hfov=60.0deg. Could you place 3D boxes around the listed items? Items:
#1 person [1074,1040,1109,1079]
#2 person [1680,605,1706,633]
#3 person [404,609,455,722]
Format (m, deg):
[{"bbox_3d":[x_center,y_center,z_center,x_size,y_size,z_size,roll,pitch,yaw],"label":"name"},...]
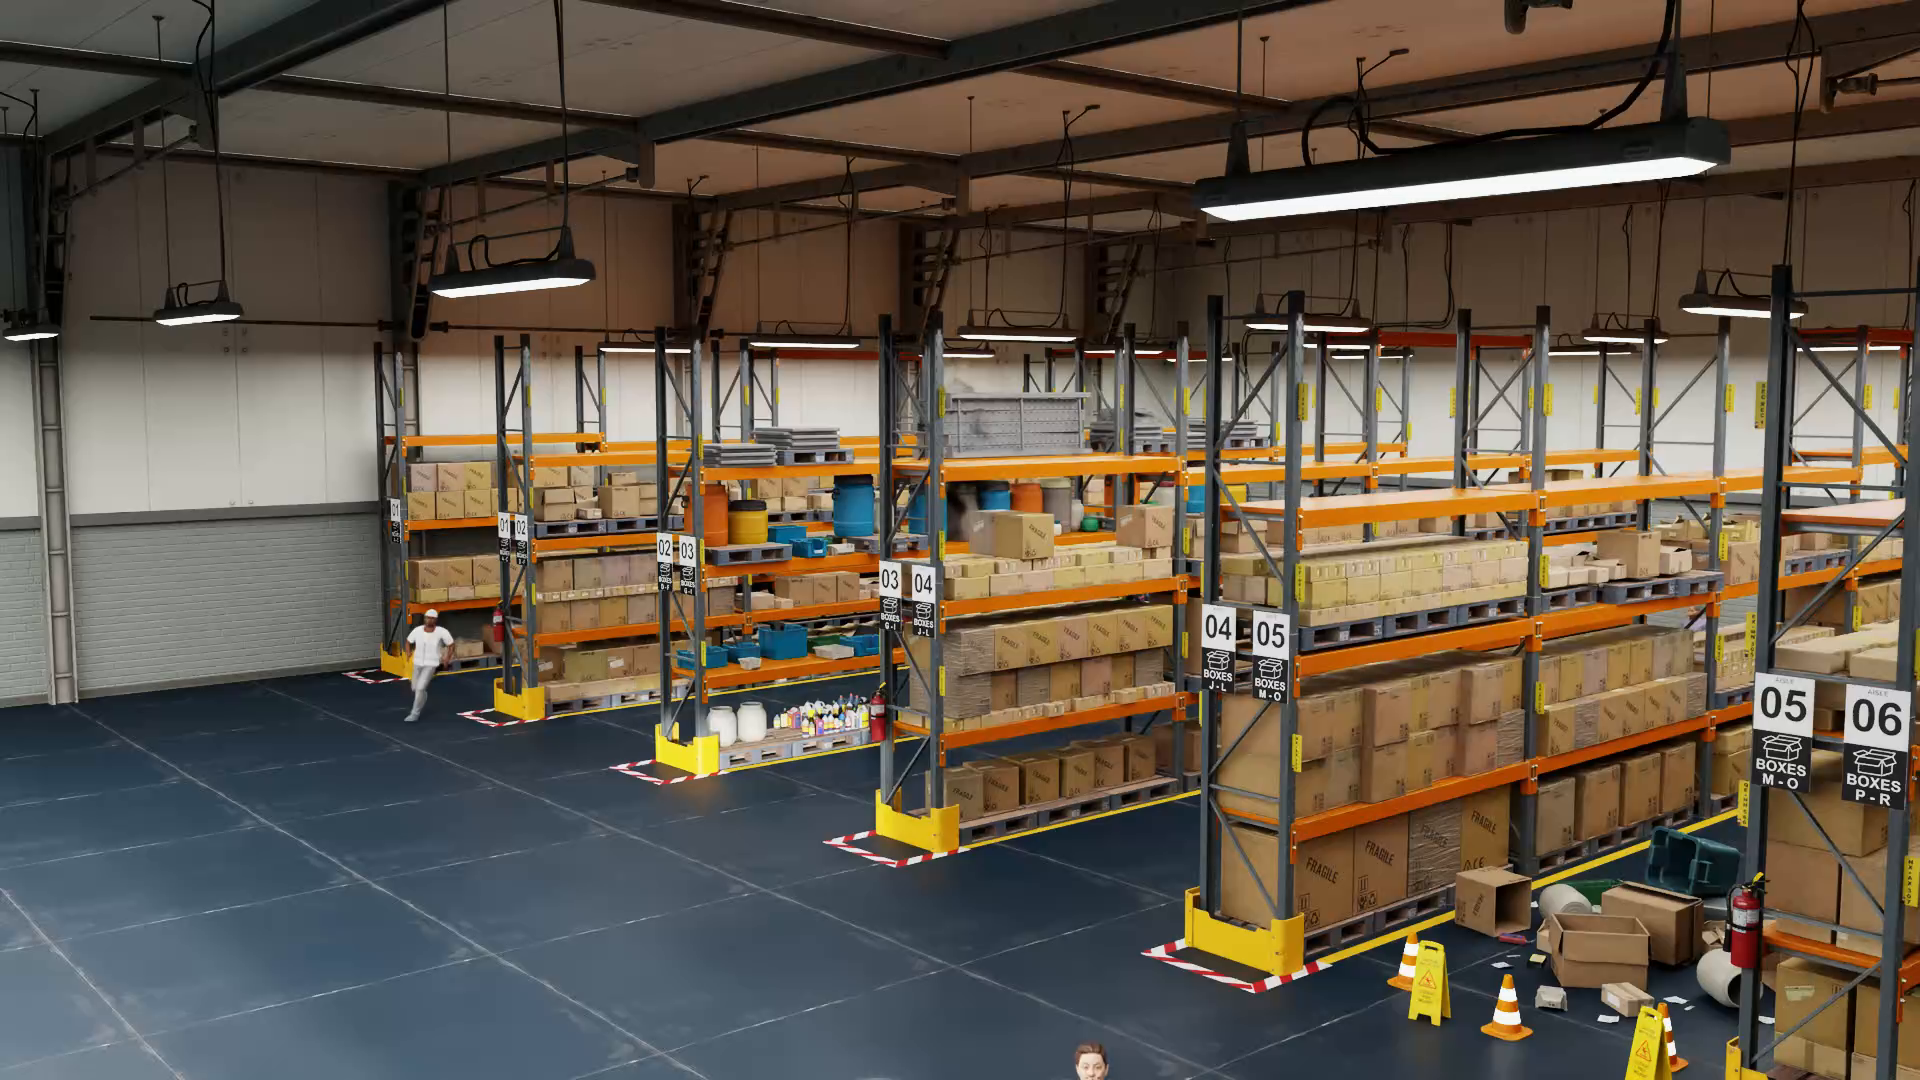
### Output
[{"bbox_3d":[0.691,3.530,9.060,0.585,1.633,0.512,1,5,6],"label":"person"},{"bbox_3d":[12.119,1.881,27.483,0.792,1.613,0.599,-5,7,-43],"label":"person"},{"bbox_3d":[-8.326,1.939,26.017,0.764,1.720,0.871,0,5,3],"label":"person"}]
